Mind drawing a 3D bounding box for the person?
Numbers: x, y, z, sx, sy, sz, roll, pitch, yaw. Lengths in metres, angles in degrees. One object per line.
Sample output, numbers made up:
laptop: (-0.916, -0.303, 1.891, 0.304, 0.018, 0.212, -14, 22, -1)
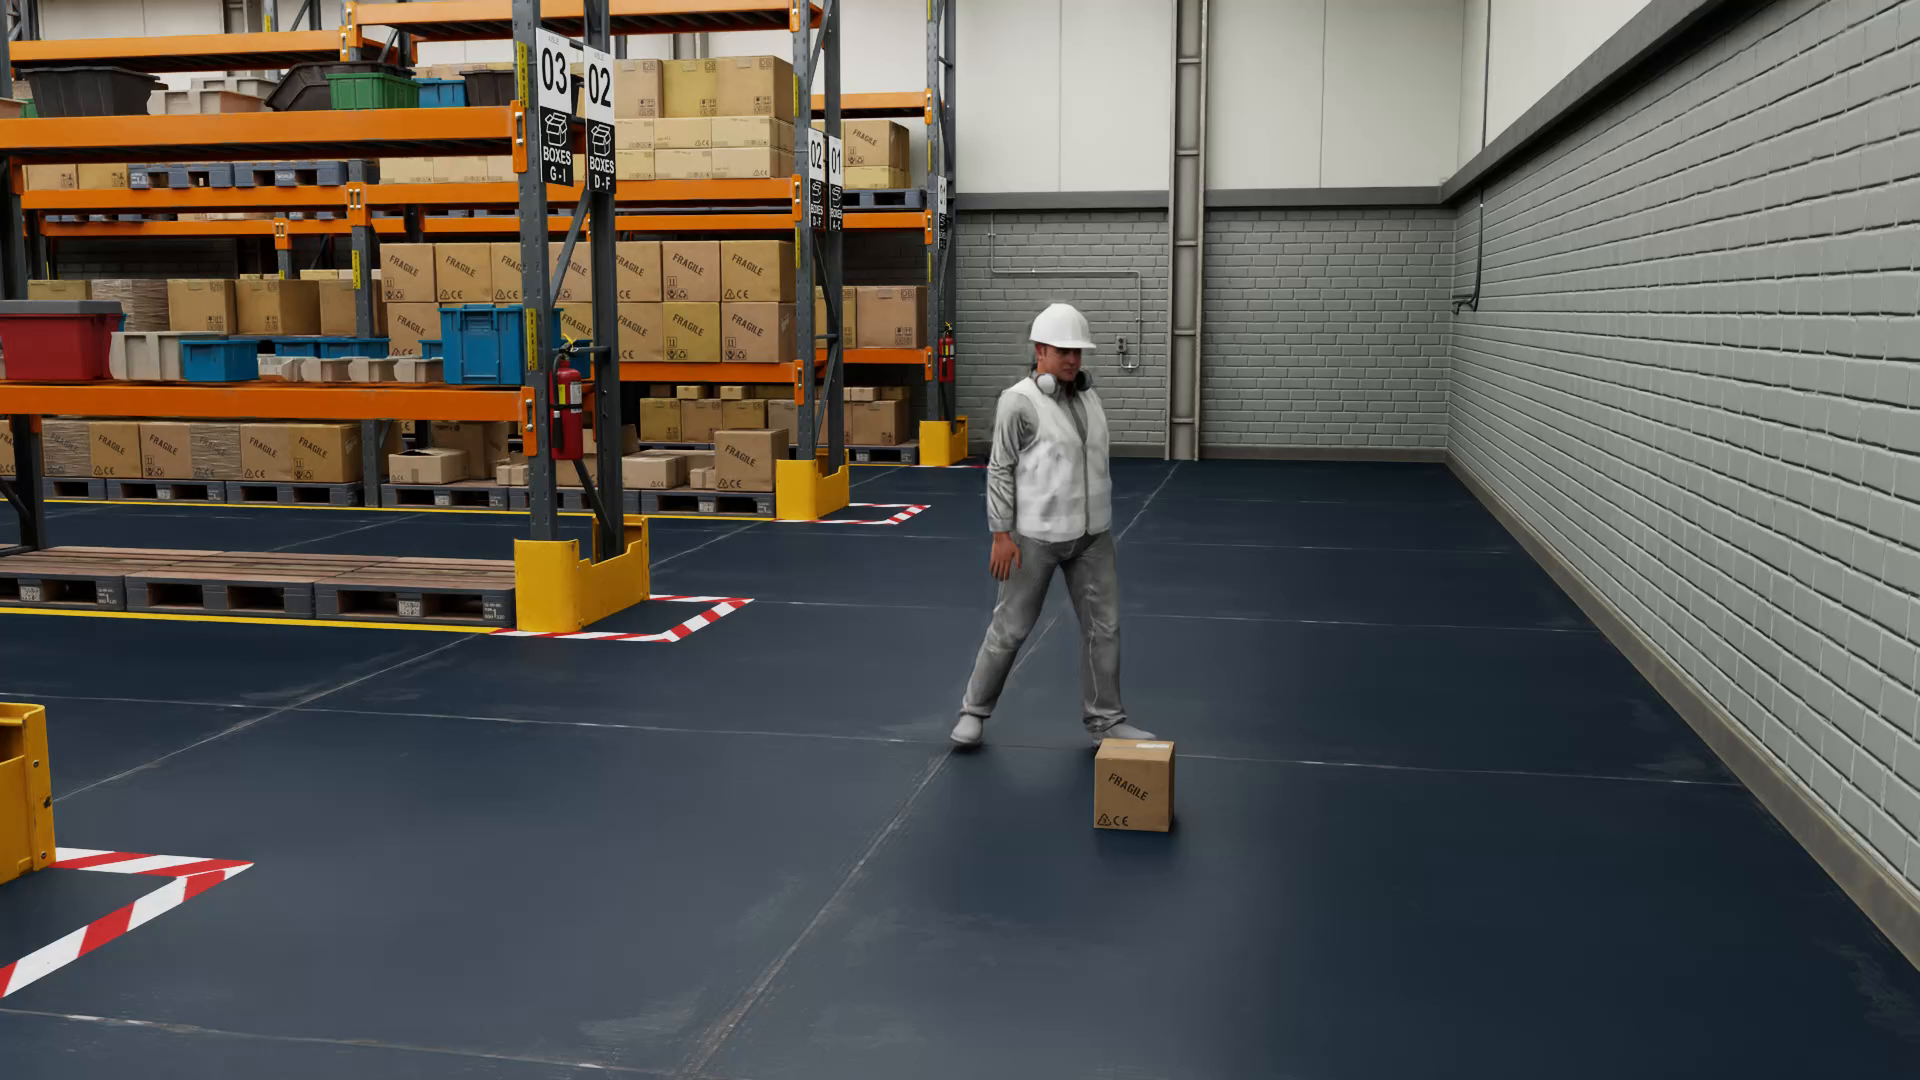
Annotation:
person: (0.339, -0.035, 6.500, 0.663, 1.760, 0.681, -6, 10, -35)
